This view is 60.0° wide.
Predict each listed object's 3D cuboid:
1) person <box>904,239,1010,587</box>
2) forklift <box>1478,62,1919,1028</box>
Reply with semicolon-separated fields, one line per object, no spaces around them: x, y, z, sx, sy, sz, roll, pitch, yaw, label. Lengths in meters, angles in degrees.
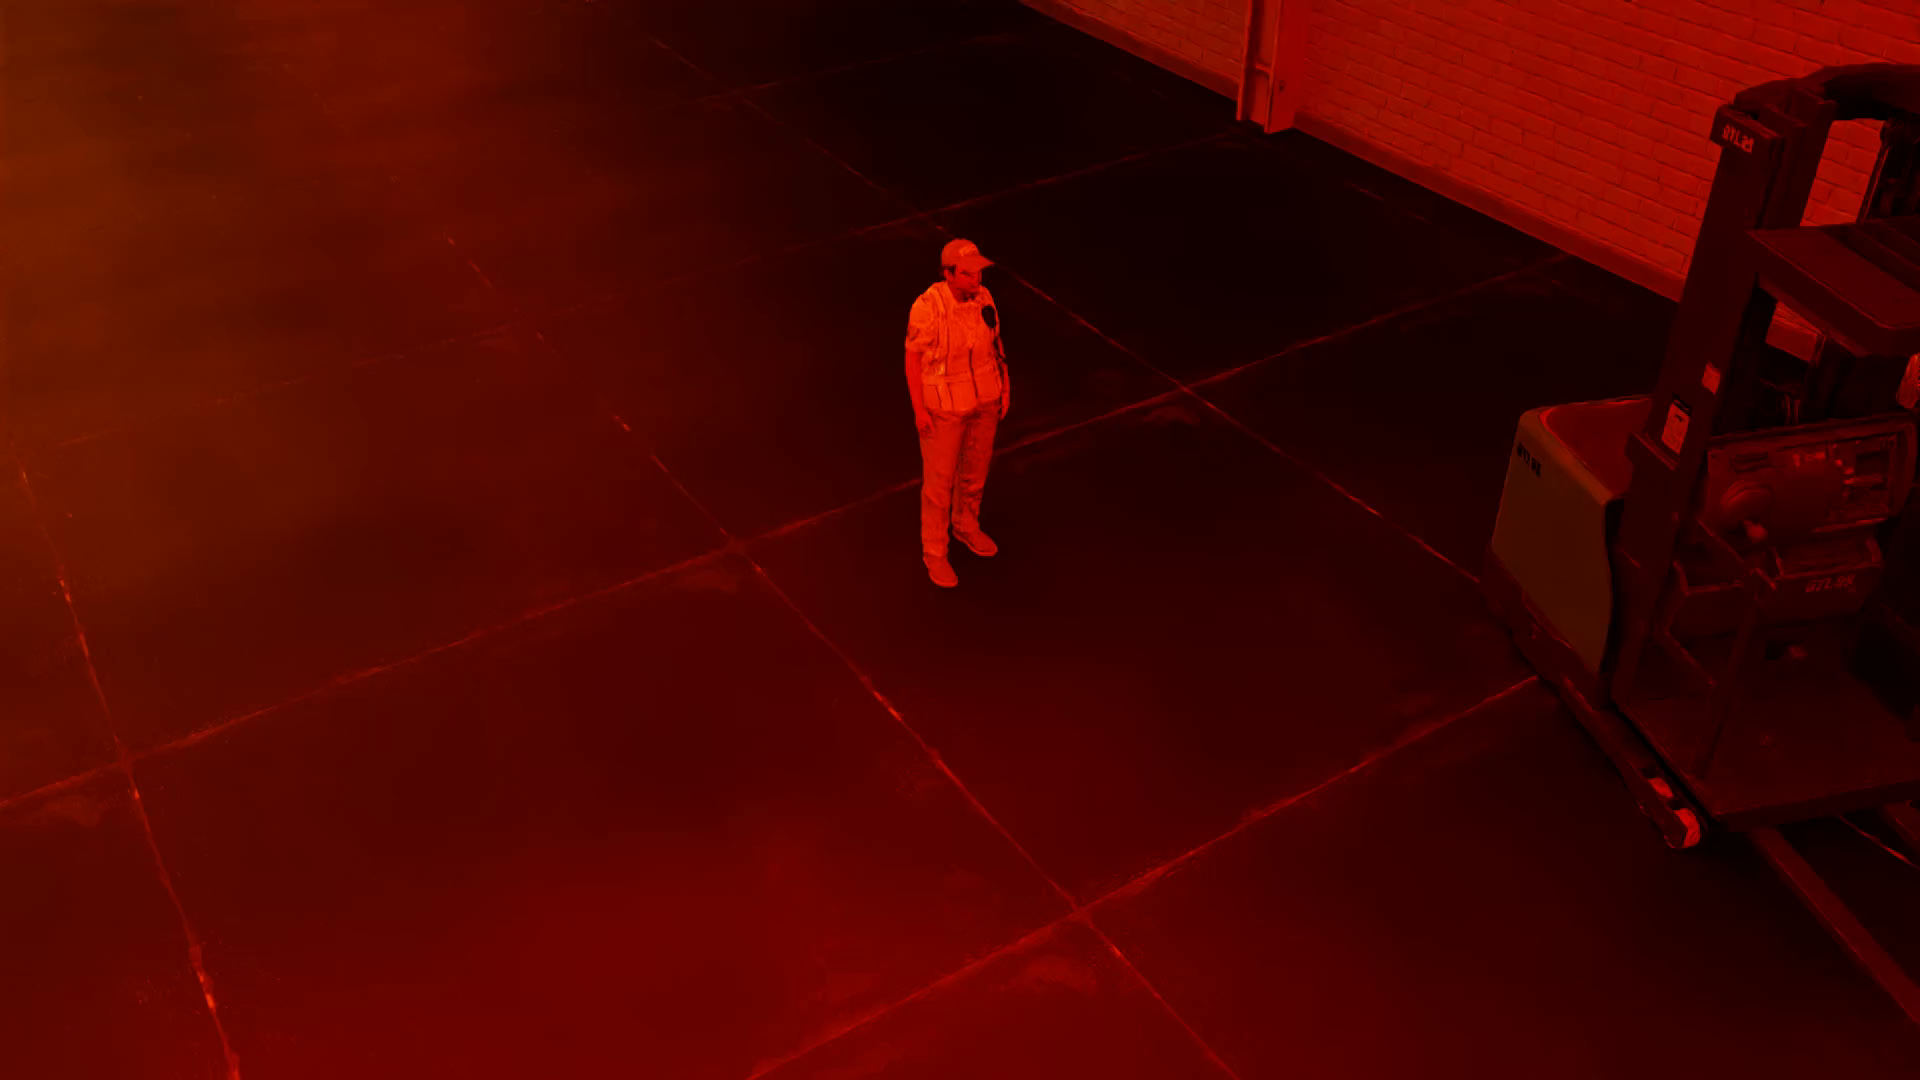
0.023;-0.644;8.151;0.598;1.669;0.529;-21;40;-27;person
3.400;-0.165;6.382;1.130;2.935;3.031;-8;36;-11;forklift
